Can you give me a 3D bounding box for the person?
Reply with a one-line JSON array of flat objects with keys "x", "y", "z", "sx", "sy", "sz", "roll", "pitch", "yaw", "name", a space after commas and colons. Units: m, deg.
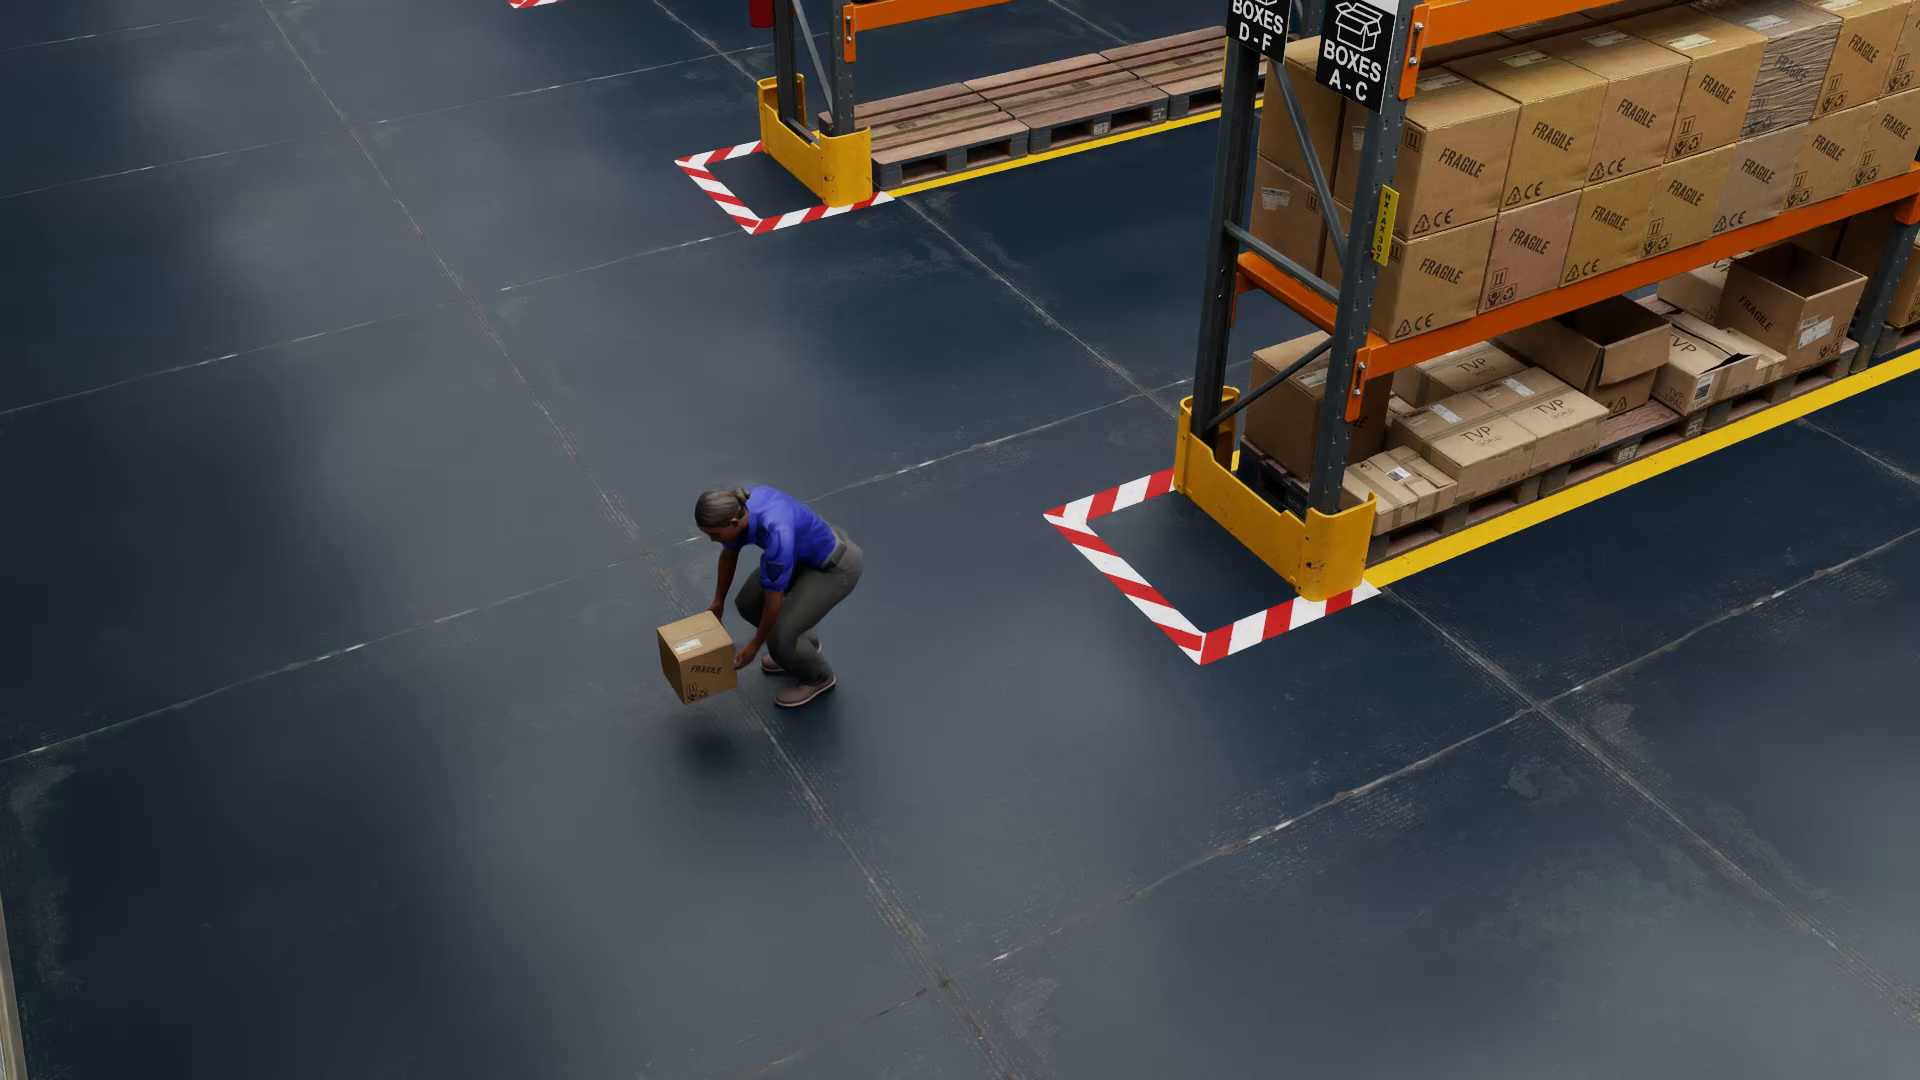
[{"x": -0.750, "y": 0.188, "z": 7.096, "sx": 0.726, "sy": 1.165, "sz": 0.501, "roll": -19, "pitch": 41, "yaw": -24, "name": "person"}]
